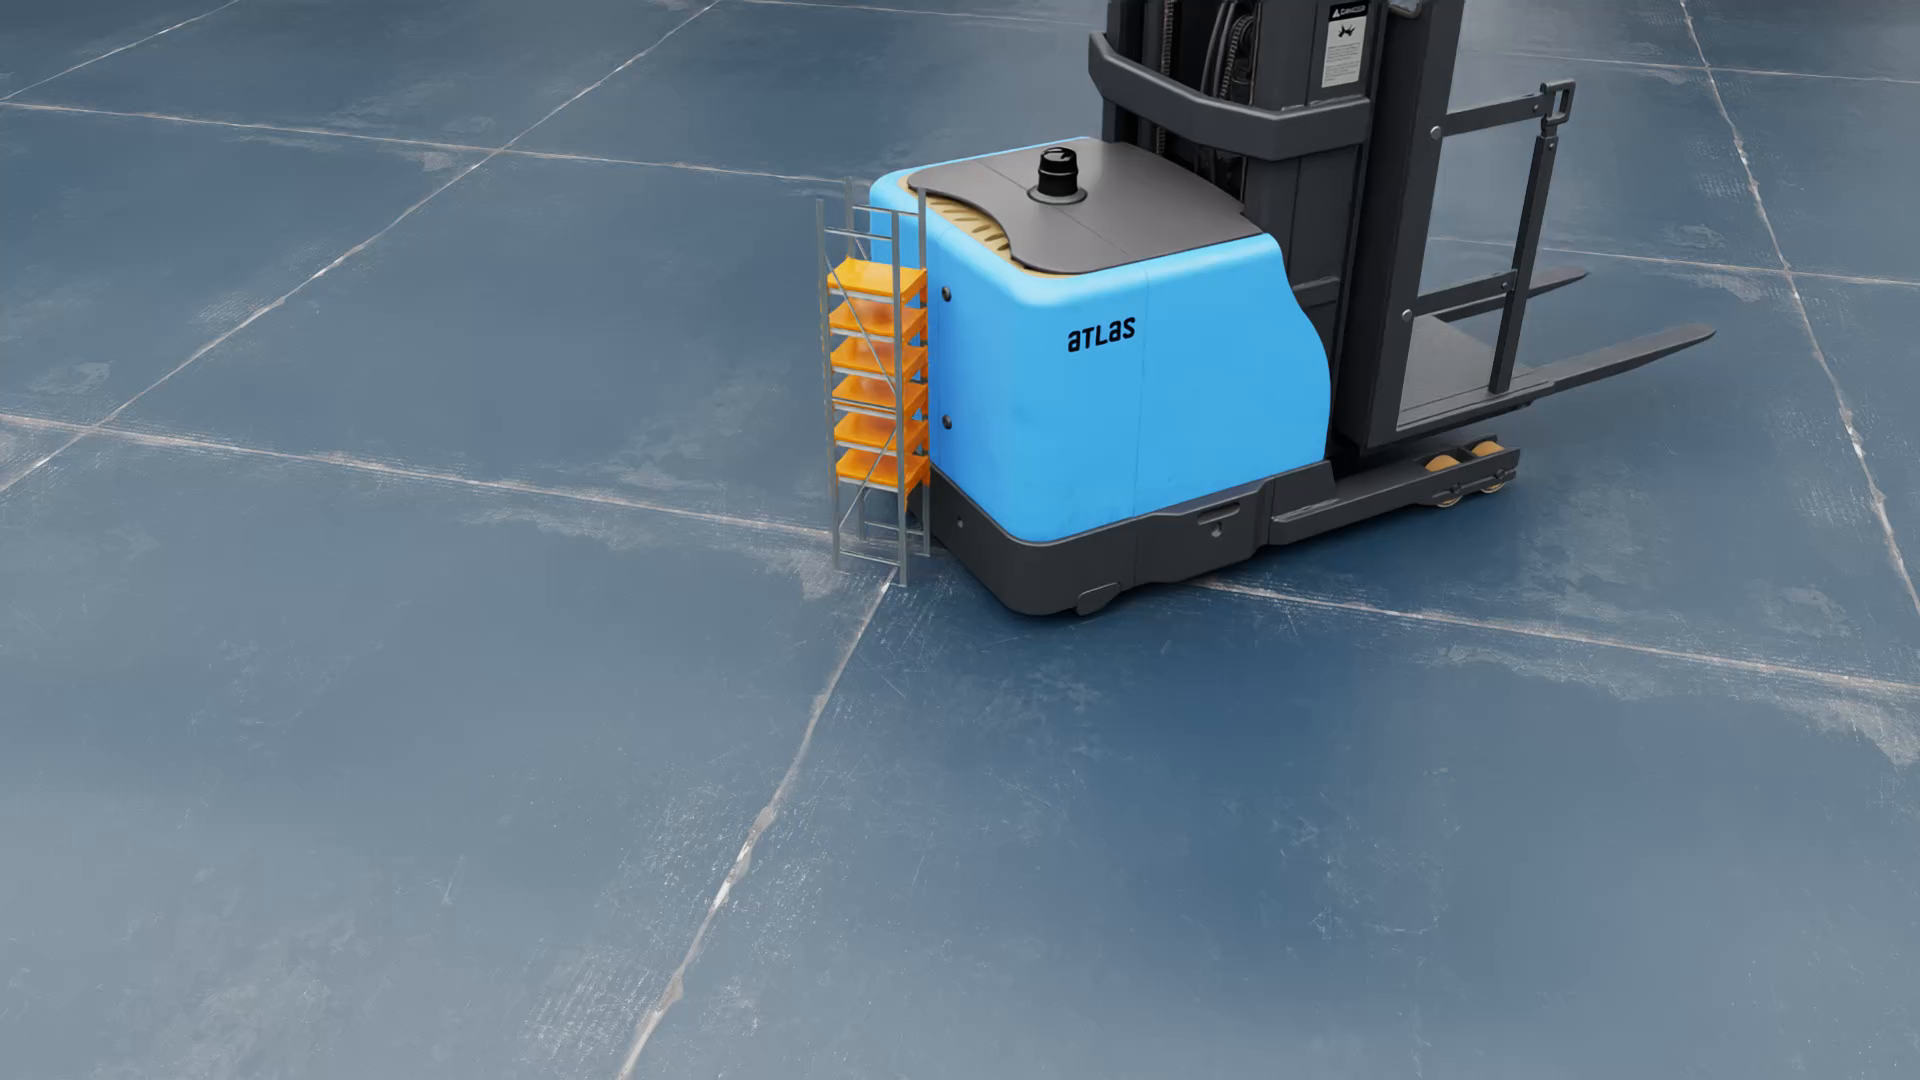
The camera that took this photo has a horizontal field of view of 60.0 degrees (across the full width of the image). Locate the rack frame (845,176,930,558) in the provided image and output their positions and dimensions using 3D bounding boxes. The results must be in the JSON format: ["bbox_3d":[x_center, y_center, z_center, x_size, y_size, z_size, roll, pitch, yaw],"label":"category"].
[{"bbox_3d":[-0.205,-0.475,4.878,0.240,1.200,0.006,12,34,18],"label":"rack frame"}]

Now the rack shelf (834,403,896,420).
[{"bbox_3d":[-0.239,-0.409,4.819,0.199,0.020,0.166,12,34,18],"label":"rack shelf"}]

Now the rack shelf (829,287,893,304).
[{"bbox_3d":[-0.239,-0.712,4.626,0.199,0.020,0.166,12,34,18],"label":"rack shelf"}]

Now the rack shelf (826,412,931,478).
[{"bbox_3d":[-0.239,-0.291,4.894,0.258,0.103,0.180,12,34,18],"label":"rack shelf"}]

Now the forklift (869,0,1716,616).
[{"bbox_3d":[1.257,-1.538,5.019,3.031,2.843,1.129,-16,36,-24],"label":"forklift"}]

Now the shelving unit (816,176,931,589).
[{"bbox_3d":[-0.239,-0.429,4.806,0.258,1.200,0.189,12,34,18],"label":"shelving unit"}]

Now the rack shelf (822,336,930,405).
[{"bbox_3d":[-0.239,-0.493,4.766,0.258,0.103,0.180,12,34,18],"label":"rack shelf"}]

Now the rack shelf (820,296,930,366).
[{"bbox_3d":[-0.239,-0.594,4.701,0.258,0.103,0.180,12,34,18],"label":"rack shelf"}]

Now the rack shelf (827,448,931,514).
[{"bbox_3d":[-0.239,-0.189,4.959,0.258,0.103,0.180,12,34,18],"label":"rack shelf"}]

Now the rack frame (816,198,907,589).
[{"bbox_3d":[-0.273,-0.384,4.734,0.240,1.200,0.006,12,34,18],"label":"rack frame"}]
